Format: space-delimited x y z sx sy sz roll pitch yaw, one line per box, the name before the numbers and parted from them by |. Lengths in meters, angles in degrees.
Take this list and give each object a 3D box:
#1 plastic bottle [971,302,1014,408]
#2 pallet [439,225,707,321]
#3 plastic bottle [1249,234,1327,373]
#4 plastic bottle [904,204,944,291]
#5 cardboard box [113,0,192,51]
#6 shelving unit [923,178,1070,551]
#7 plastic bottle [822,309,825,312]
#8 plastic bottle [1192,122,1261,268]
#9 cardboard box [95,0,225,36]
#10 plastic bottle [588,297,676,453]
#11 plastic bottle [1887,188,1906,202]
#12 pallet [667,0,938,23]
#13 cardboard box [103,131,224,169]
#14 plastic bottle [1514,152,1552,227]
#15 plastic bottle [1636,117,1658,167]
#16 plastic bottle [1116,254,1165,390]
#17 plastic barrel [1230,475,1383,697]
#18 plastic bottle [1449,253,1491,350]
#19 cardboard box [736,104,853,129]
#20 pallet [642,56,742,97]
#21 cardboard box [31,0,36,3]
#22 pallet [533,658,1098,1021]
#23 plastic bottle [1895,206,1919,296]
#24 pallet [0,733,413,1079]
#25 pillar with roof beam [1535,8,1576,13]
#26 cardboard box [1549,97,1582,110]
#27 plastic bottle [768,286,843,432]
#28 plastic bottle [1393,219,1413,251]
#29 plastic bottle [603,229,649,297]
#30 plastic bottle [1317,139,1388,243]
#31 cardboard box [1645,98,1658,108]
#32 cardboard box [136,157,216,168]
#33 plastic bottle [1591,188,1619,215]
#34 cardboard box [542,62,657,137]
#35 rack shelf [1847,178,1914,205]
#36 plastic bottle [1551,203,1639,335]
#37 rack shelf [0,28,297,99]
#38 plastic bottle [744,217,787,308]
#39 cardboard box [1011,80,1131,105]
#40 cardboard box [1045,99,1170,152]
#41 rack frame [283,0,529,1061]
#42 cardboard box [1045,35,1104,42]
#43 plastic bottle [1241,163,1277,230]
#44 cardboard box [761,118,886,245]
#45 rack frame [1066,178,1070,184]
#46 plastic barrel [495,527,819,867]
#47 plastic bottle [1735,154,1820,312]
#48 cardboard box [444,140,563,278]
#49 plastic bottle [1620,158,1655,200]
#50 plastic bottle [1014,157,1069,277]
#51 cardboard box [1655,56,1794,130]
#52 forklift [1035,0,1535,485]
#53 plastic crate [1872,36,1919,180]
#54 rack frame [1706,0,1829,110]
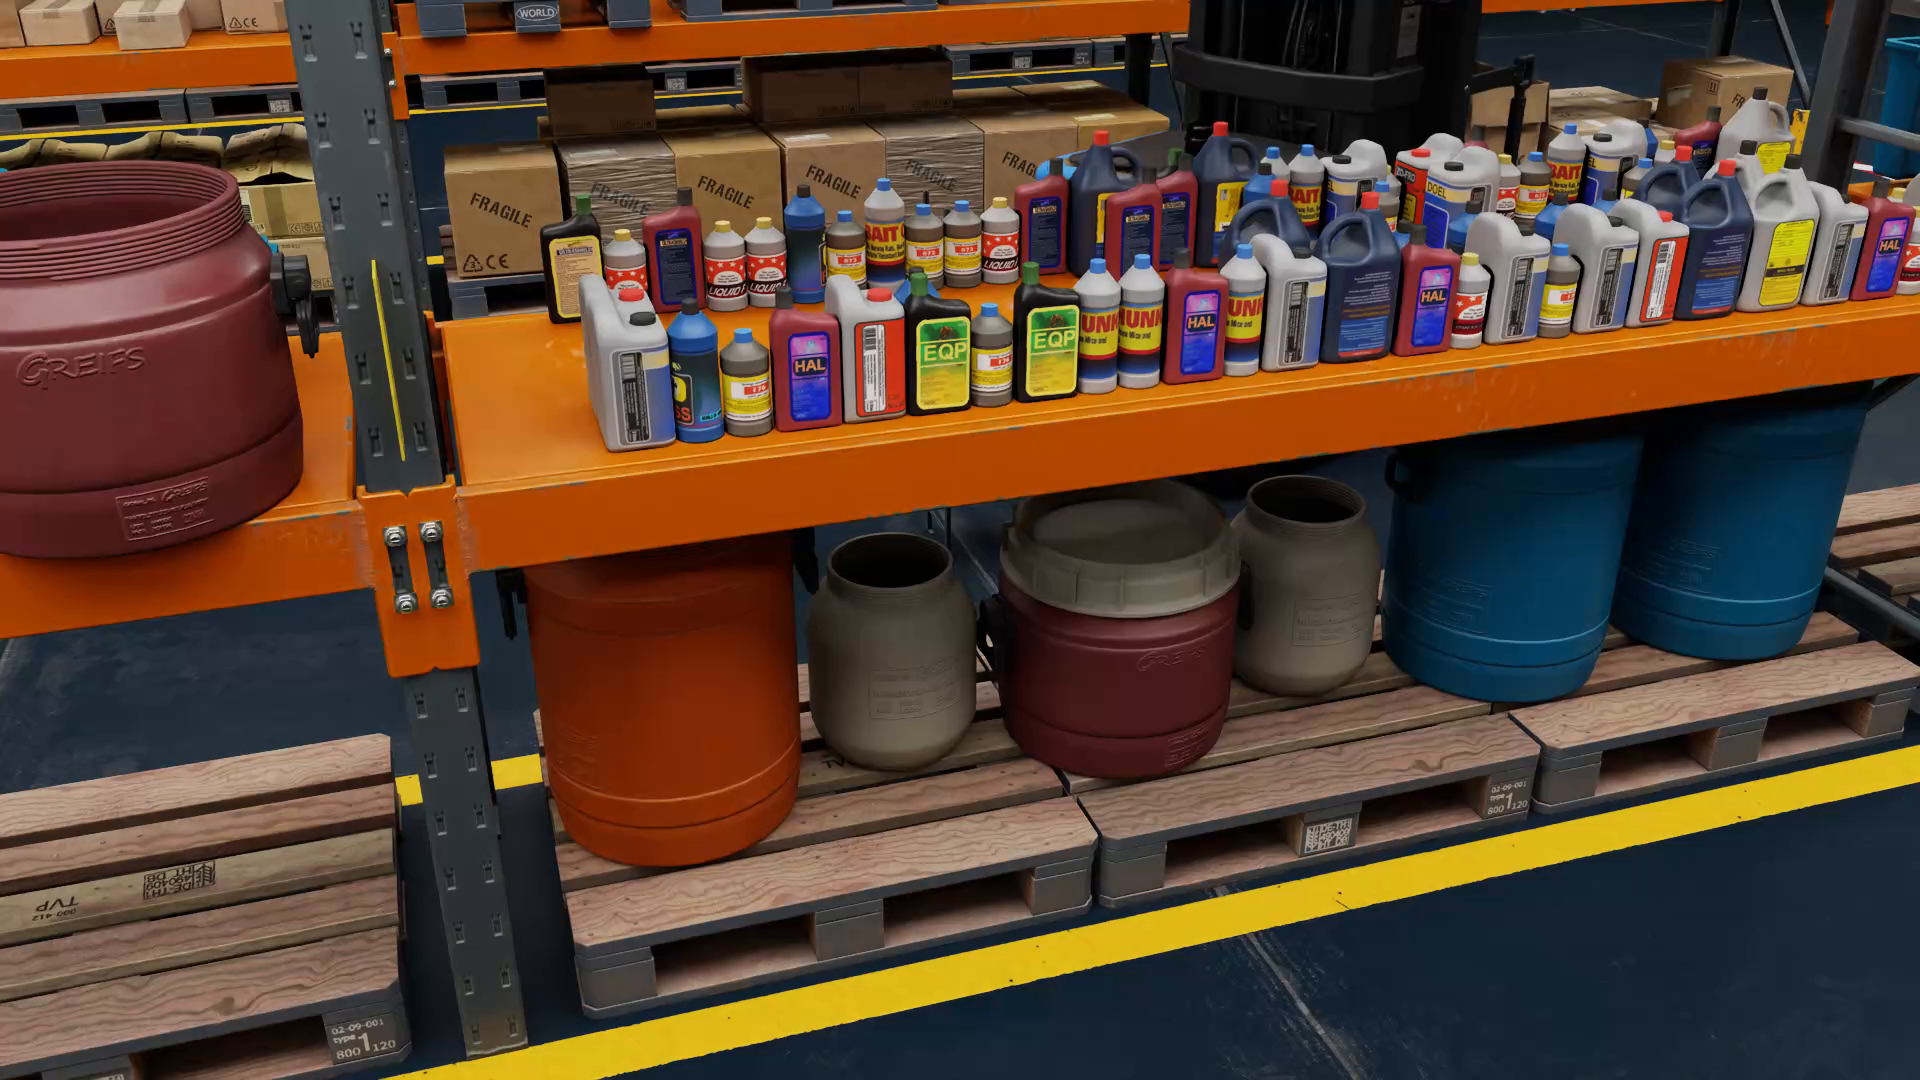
plastic bottle | 0.059 -0.379 3.363 0.097 0.201 0.097 0 26 0
pallet | -1.947 -1.391 8.315 1.213 0.211 1.003 -8 28 -16
plastic bottle | 0.692 -0.517 3.557 0.135 0.276 0.152 -8 28 -16
plastic bottle | -0.088 -0.713 4.035 0.097 0.201 0.097 0 26 0
cardboard box | -3.438 -2.200 7.091 0.250 0.149 0.380 -8 28 -16
shelving unit | 0.157 -0.560 5.529 0.503 1.200 0.258 -8 28 -16
plastic bottle | -0.243 -0.406 3.418 0.097 0.201 0.097 0 26 0
plastic bottle | 0.668 -0.878 4.201 0.185 0.351 0.144 -8 28 -16
cardboard box | -3.579 -2.472 7.456 0.500 0.311 0.500 -9 28 -17
plastic bottle | -0.626 -0.326 3.172 0.135 0.276 0.152 -8 28 -16
plastic bottle | 2.334 -0.779 4.170 0.097 0.201 0.097 0 26 0
pallet | -0.821 -2.737 8.106 1.213 0.211 1.003 -8 28 -16
cardboard box | -3.754 -1.737 7.865 0.500 0.311 0.500 -9 28 -17
plastic bottle | 1.548 -0.949 4.513 0.097 0.201 0.097 0 26 0
plastic bottle | 1.861 -1.026 4.588 0.097 0.271 0.097 0 26 0
plastic bottle | 0.371 -0.455 3.439 0.097 0.271 0.097 0 26 0
plastic barrel | 0.905 0.122 4.456 0.421 0.512 0.421 0 26 0
plastic bottle | 1.114 -0.532 3.671 0.097 0.201 0.097 0 26 0
cardboard box | -0.863 -2.005 8.731 0.500 0.500 0.500 -9 28 -18
pallet | -2.275 -3.641 12.847 1.213 0.211 1.003 -8 28 -16
cardboard box | -6.403 -3.753 11.410 0.500 0.250 0.500 -9 28 -18
pallet | -0.401 0.664 4.174 1.213 0.211 1.003 -8 28 -16
plastic bottle | 2.289 -0.702 4.014 0.097 0.201 0.097 0 26 0
pallet | -1.887 0.881 3.738 1.213 0.211 1.003 -8 28 -16
pillar with roof beam | 7.033 -7.353 10.442 0.400 9.000 9.100 -8 28 -16
cardboard box | 3.383 -2.528 10.066 0.500 0.250 0.500 -8 28 -16
plastic bottle | -0.300 -0.355 3.223 0.133 0.283 0.061 -8 28 -16
plastic bottle | 0.968 -0.570 3.670 0.097 0.271 0.097 0 26 0
plastic bottle | -0.770 -0.614 3.836 0.097 0.201 0.097 0 26 0
plastic bottle | 1.006 -0.892 4.312 0.135 0.276 0.152 -8 28 -16
cardboard box | 4.434 -2.663 10.451 0.250 0.149 0.380 -8 28 -16
cardboard box | -3.582 -1.510 7.408 0.500 0.311 0.500 -9 28 -17
plastic bottle | 1.508 -0.691 3.913 0.097 0.271 0.097 0 26 0
cardboard box | -1.800 -2.204 8.290 0.500 0.250 0.500 -7 27 -14
rack shelf | 4.567 -0.962 5.124 4.000 0.370 1.077 -8 28 -16
plastic bottle | 1.436 -0.624 3.774 0.135 0.276 0.152 -8 28 -16
rack shelf | -4.570 -1.956 7.125 4.000 0.370 1.077 -8 28 -16
plastic bottle | -0.458 -0.659 3.927 0.097 0.201 0.097 0 26 0
cardboard box | 0.600 -2.218 9.161 0.500 0.500 0.500 -10 28 -18
cardboard box | 0.755 -1.992 8.706 0.500 0.500 0.500 -8 28 -16
rack frame | -1.138 -0.458 3.300 0.127 3.000 1.000 -8 28 -16
cardboard box | 0.819 -4.394 13.566 0.500 0.500 0.700 -9 28 -17
plastic bottle | 0.747 -0.797 4.128 0.097 0.271 0.097 0 26 0
cardboard box | -0.678 -1.788 8.295 0.500 0.500 0.500 -9 28 -18
rack frame | 0.389 -0.594 5.597 0.015 1.200 0.240 -8 28 -16
plastic barrel | -0.678 0.251 3.840 0.708 0.830 0.600 -8 28 -16
plastic bottle | 1.893 -0.722 3.887 0.185 0.351 0.144 -8 28 -16
cardboard box | -2.147 -1.573 7.861 0.500 0.500 0.500 -7 27 -14
plastic bottle | 1.816 -0.917 4.447 0.097 0.201 0.097 0 26 0
plastic bottle | 0.201 -0.800 4.119 0.133 0.283 0.061 -8 28 -16
cardboard box | 4.498 -2.553 9.836 0.500 0.500 0.500 -8 28 -16
forklift | 1.675 -2.060 6.603 3.031 2.935 1.130 -23 35 -39
plastic crate | 3.004 -1.237 4.820 0.575 0.384 0.392 -8 28 -16
rack frame | 4.938 -3.655 9.739 0.127 3.000 1.000 -8 28 -16
